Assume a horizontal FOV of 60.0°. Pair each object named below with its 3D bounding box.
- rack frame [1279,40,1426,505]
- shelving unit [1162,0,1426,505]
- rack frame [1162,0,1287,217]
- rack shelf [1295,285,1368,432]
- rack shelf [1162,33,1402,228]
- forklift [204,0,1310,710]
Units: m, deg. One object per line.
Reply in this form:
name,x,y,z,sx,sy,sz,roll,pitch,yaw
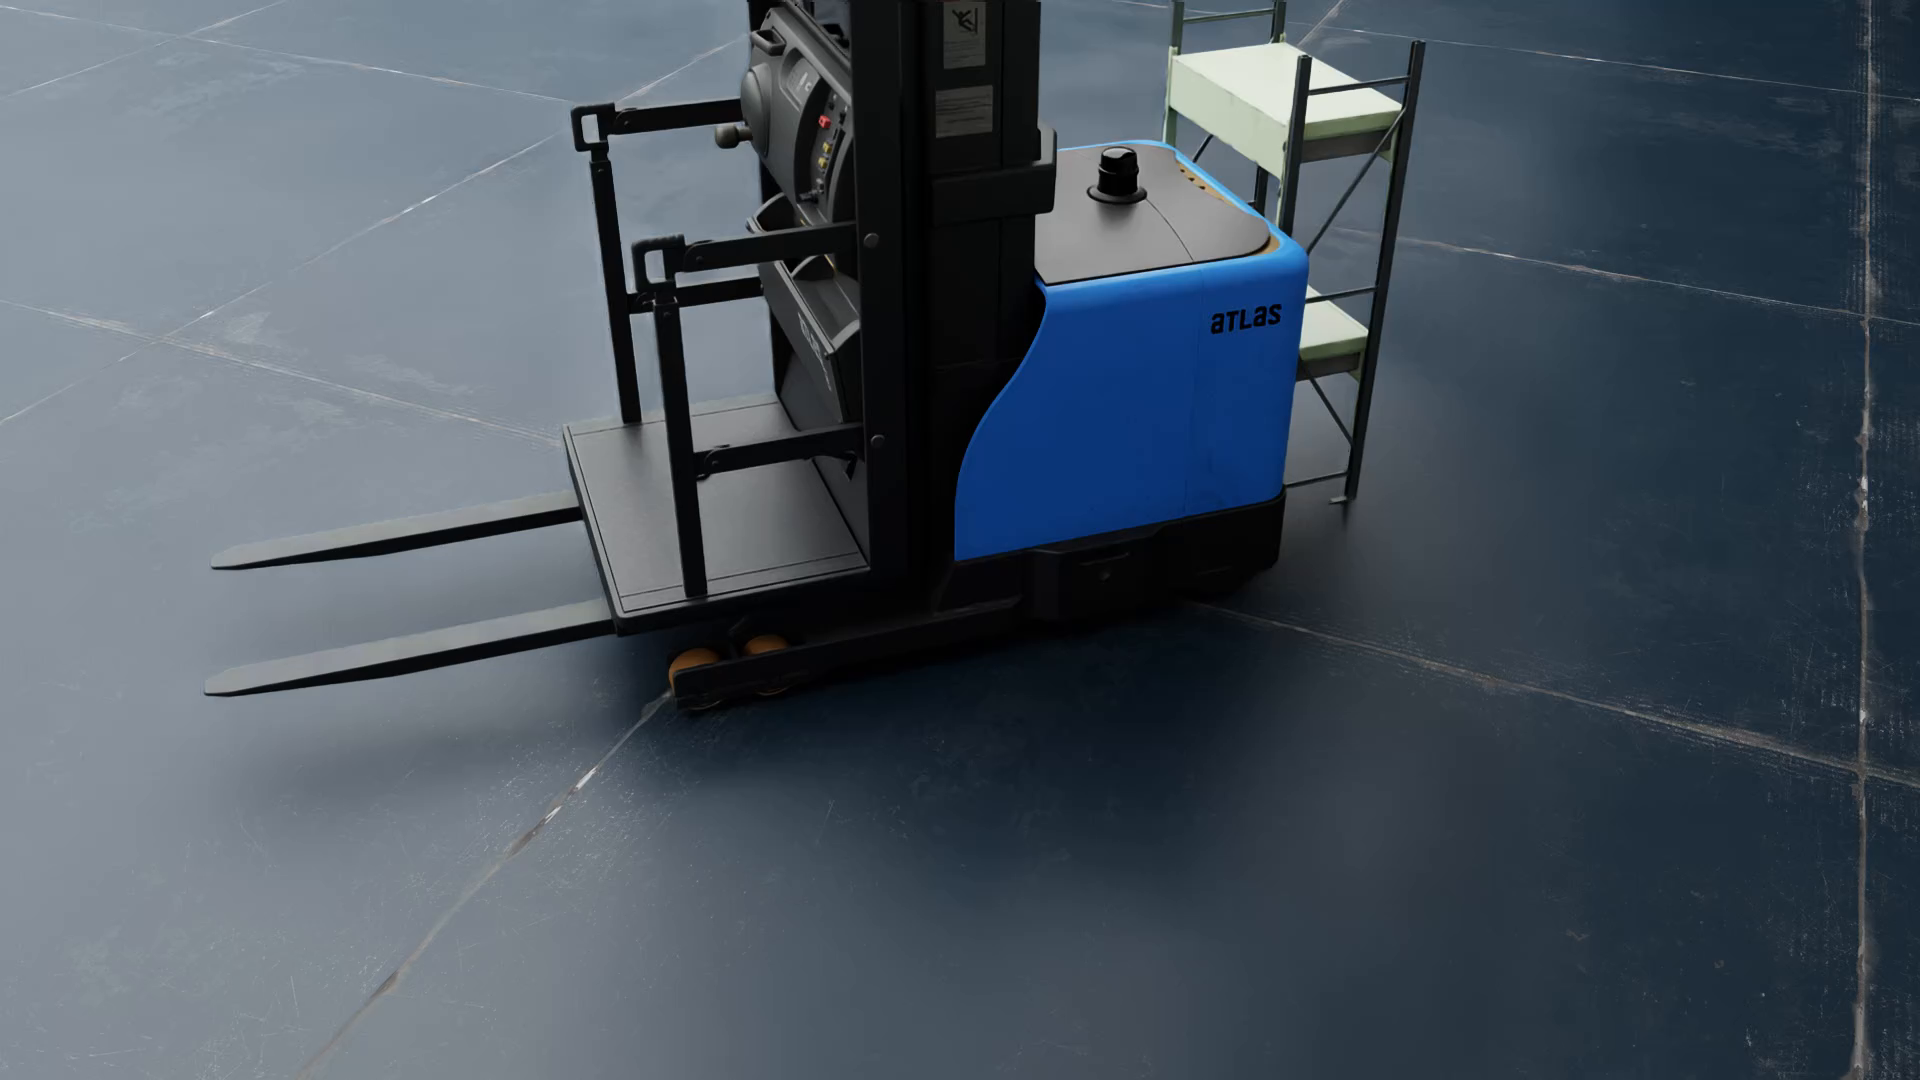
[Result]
rack frame,1.109,-0.726,4.989,0.400,1.500,0.023,-12,35,-18
shelving unit,0.975,-0.913,5.274,0.431,1.500,0.755,-12,35,-18
rack frame,0.841,-1.099,5.559,0.400,1.500,0.023,-12,35,-18
rack shelf,0.975,-0.640,5.453,0.431,0.370,0.720,-12,35,-18
rack shelf,0.975,-1.239,5.060,0.431,0.370,0.720,-12,35,-18
forklift,-0.607,-1.089,4.238,3.031,2.935,1.130,-11,35,-16
